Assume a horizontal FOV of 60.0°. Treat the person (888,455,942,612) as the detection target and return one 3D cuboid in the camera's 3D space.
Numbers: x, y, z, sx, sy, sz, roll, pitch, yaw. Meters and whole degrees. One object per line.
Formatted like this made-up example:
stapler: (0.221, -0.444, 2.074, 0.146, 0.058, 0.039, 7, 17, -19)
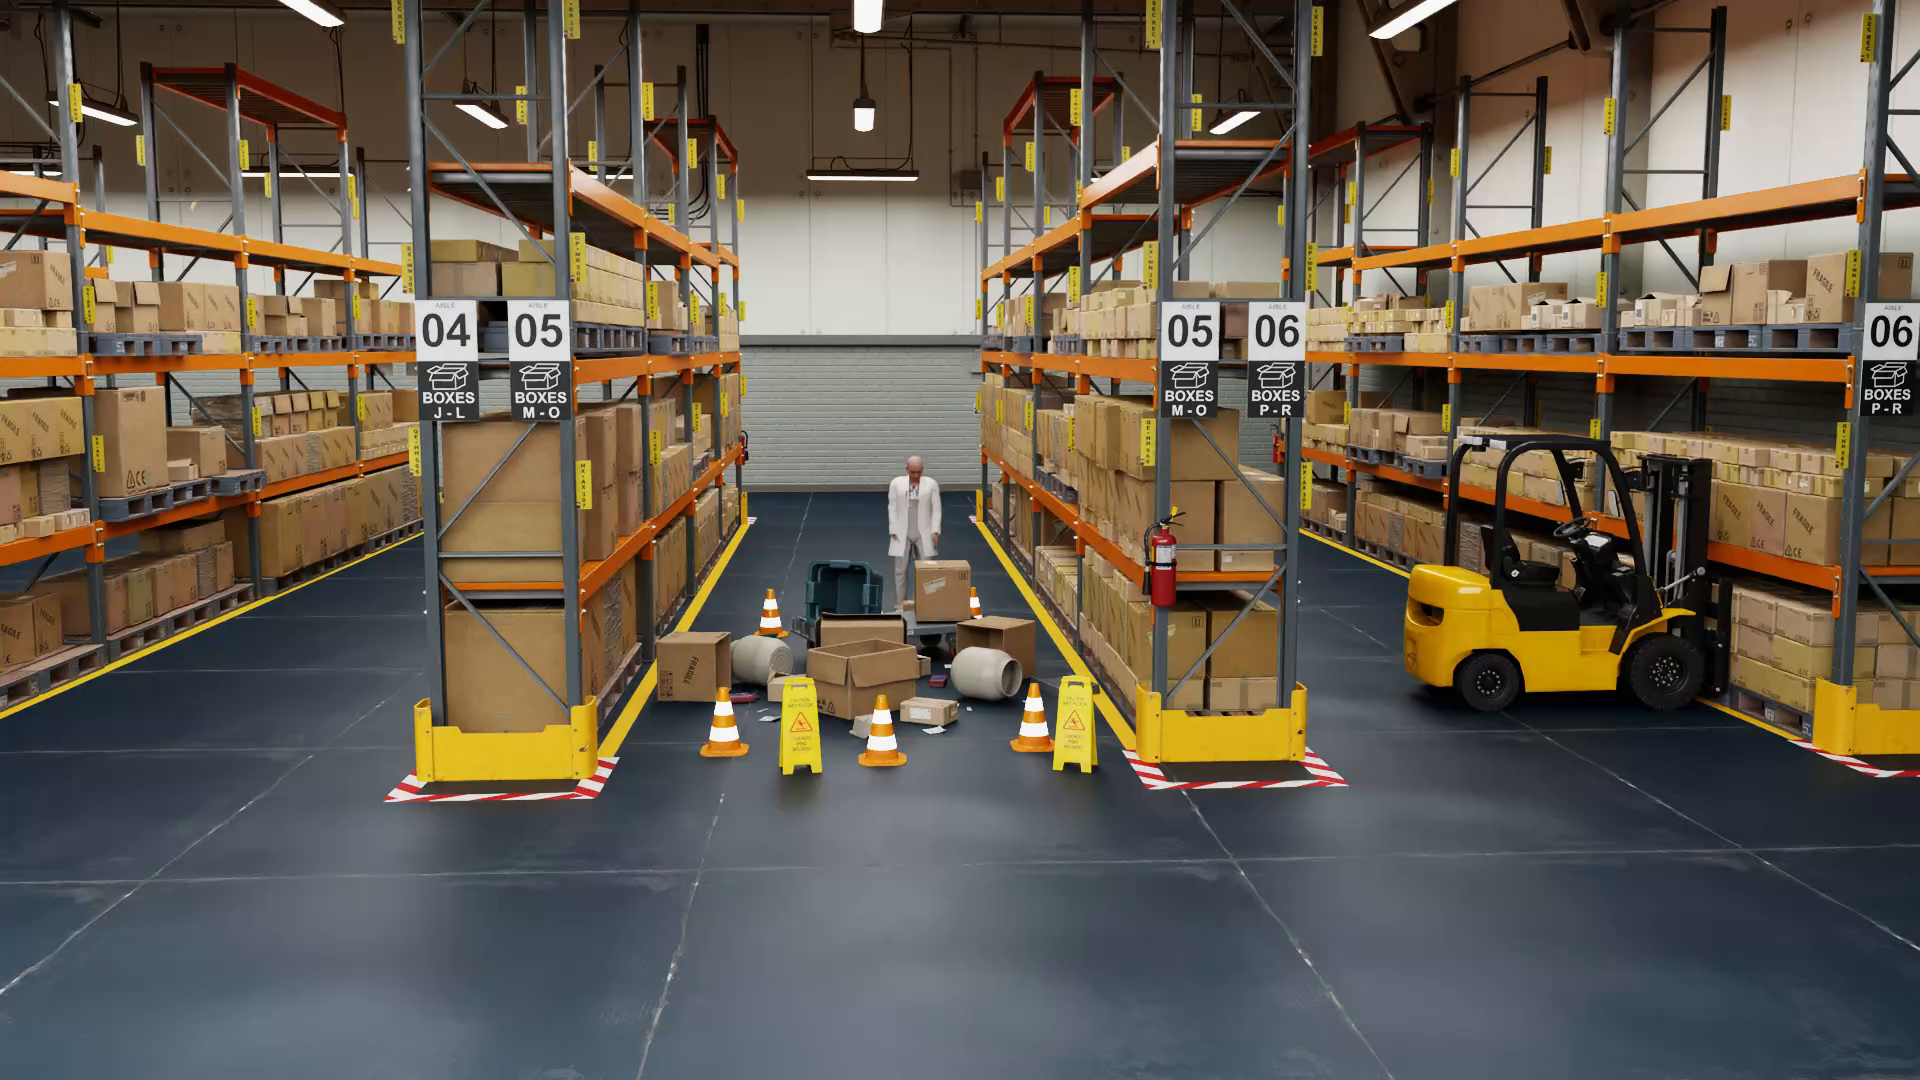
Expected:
person: (-0.479, -0.028, 17.701, 0.579, 1.752, 0.390, 0, 7, -2)
